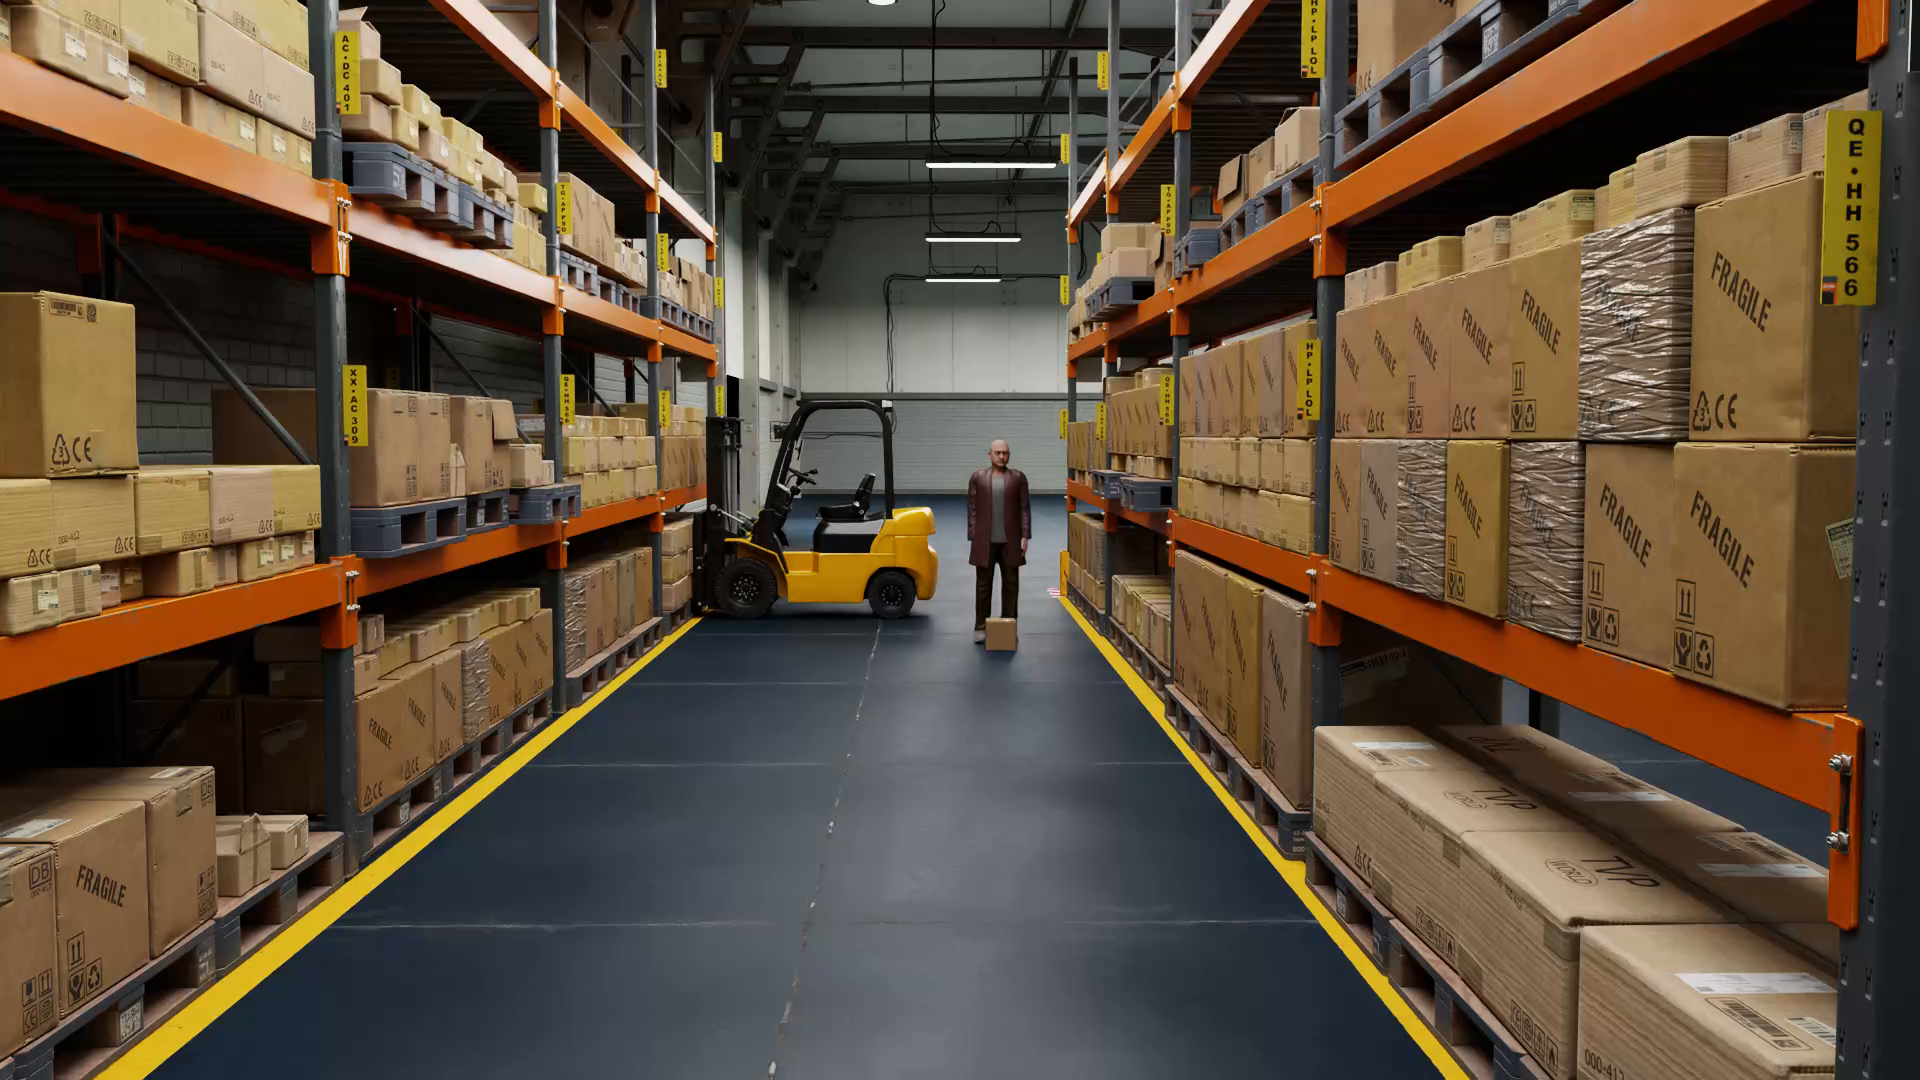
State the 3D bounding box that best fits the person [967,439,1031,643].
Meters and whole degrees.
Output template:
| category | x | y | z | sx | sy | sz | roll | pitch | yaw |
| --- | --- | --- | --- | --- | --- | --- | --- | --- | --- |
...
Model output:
| category | x | y | z | sx | sy | sz | roll | pitch | yaw |
| --- | --- | --- | --- | --- | --- | --- | --- | --- | --- |
| person | 0.345 | 0.009 | 14.581 | 0.562 | 1.778 | 0.377 | 0 | 4 | -1 |
